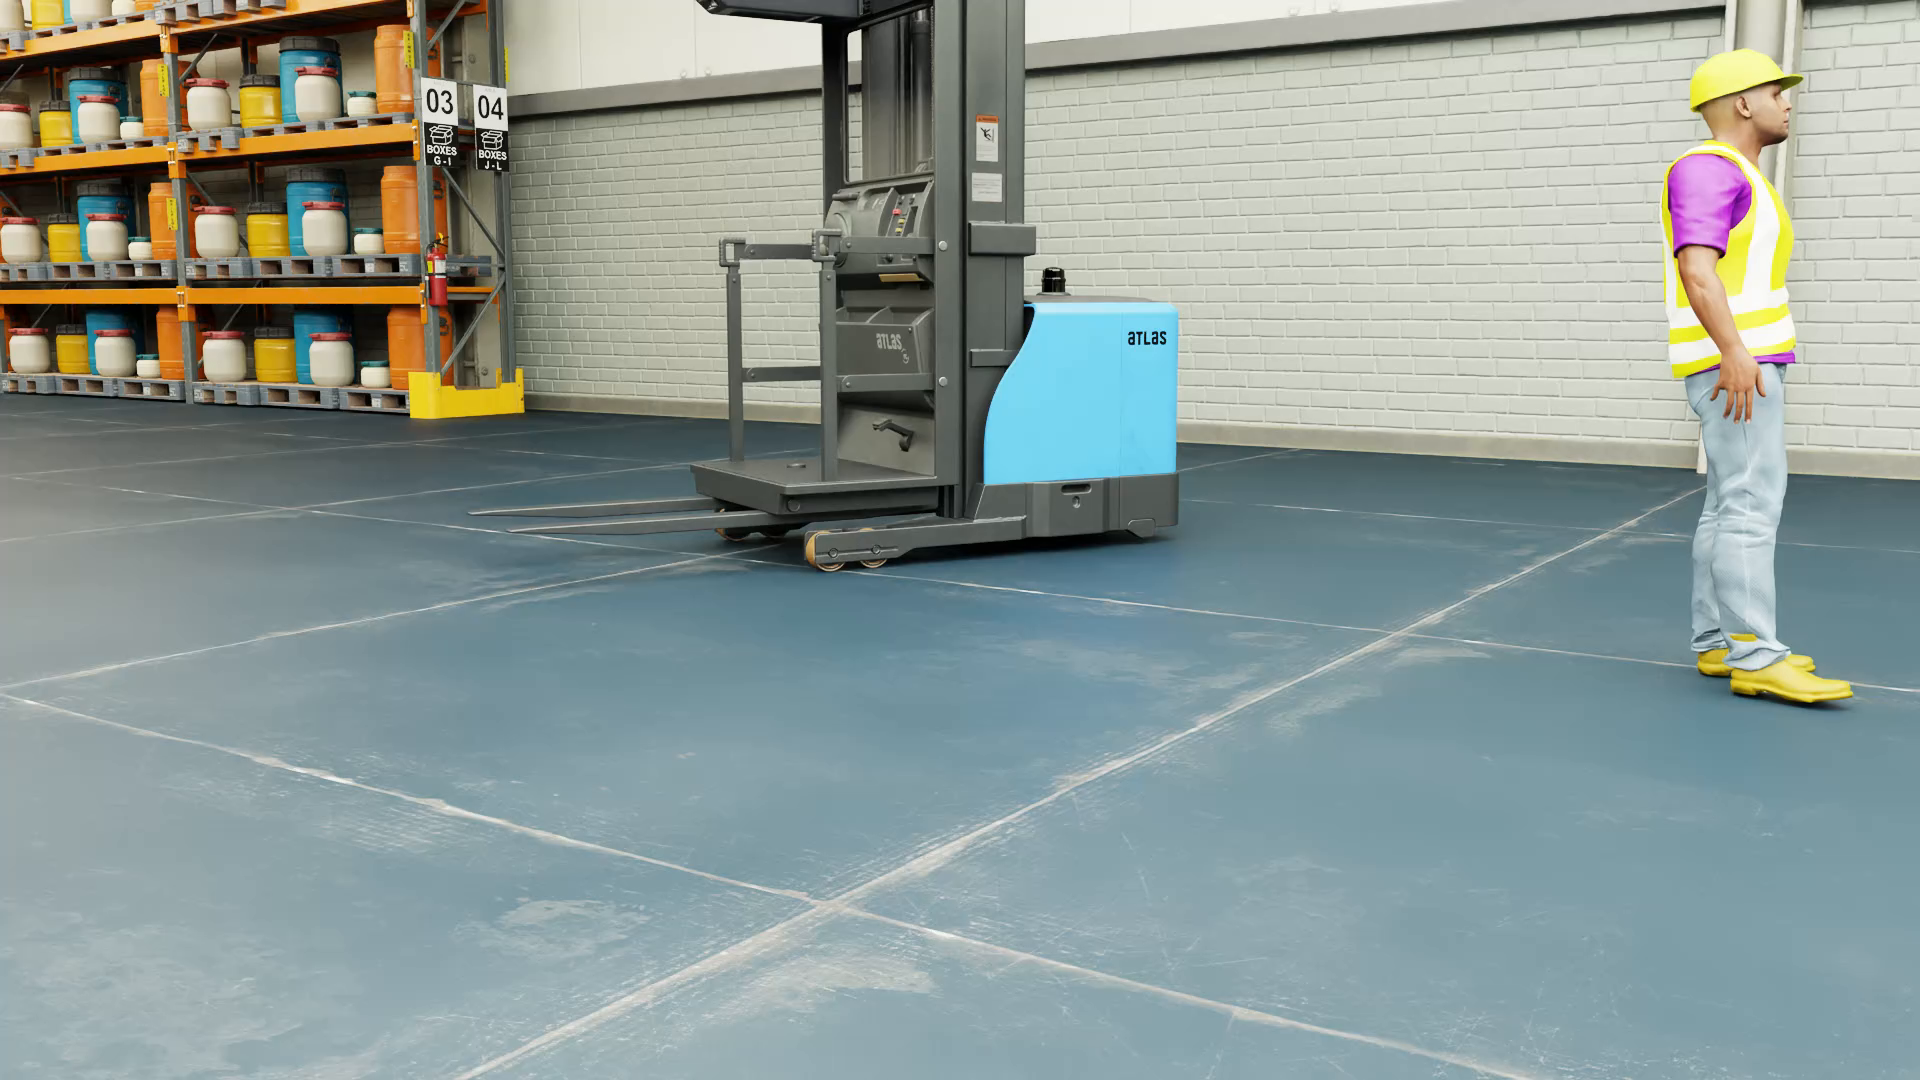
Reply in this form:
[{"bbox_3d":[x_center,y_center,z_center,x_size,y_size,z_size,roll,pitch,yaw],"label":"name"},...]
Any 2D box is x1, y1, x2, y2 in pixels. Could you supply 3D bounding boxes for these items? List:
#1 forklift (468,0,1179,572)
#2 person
[{"bbox_3d":[-0.539,-1.408,7.095,3.031,2.935,1.130,-5,9,-29],"label":"forklift"},{"bbox_3d":[2.262,-0.482,4.669,0.575,1.768,0.665,5,9,31],"label":"person"}]
